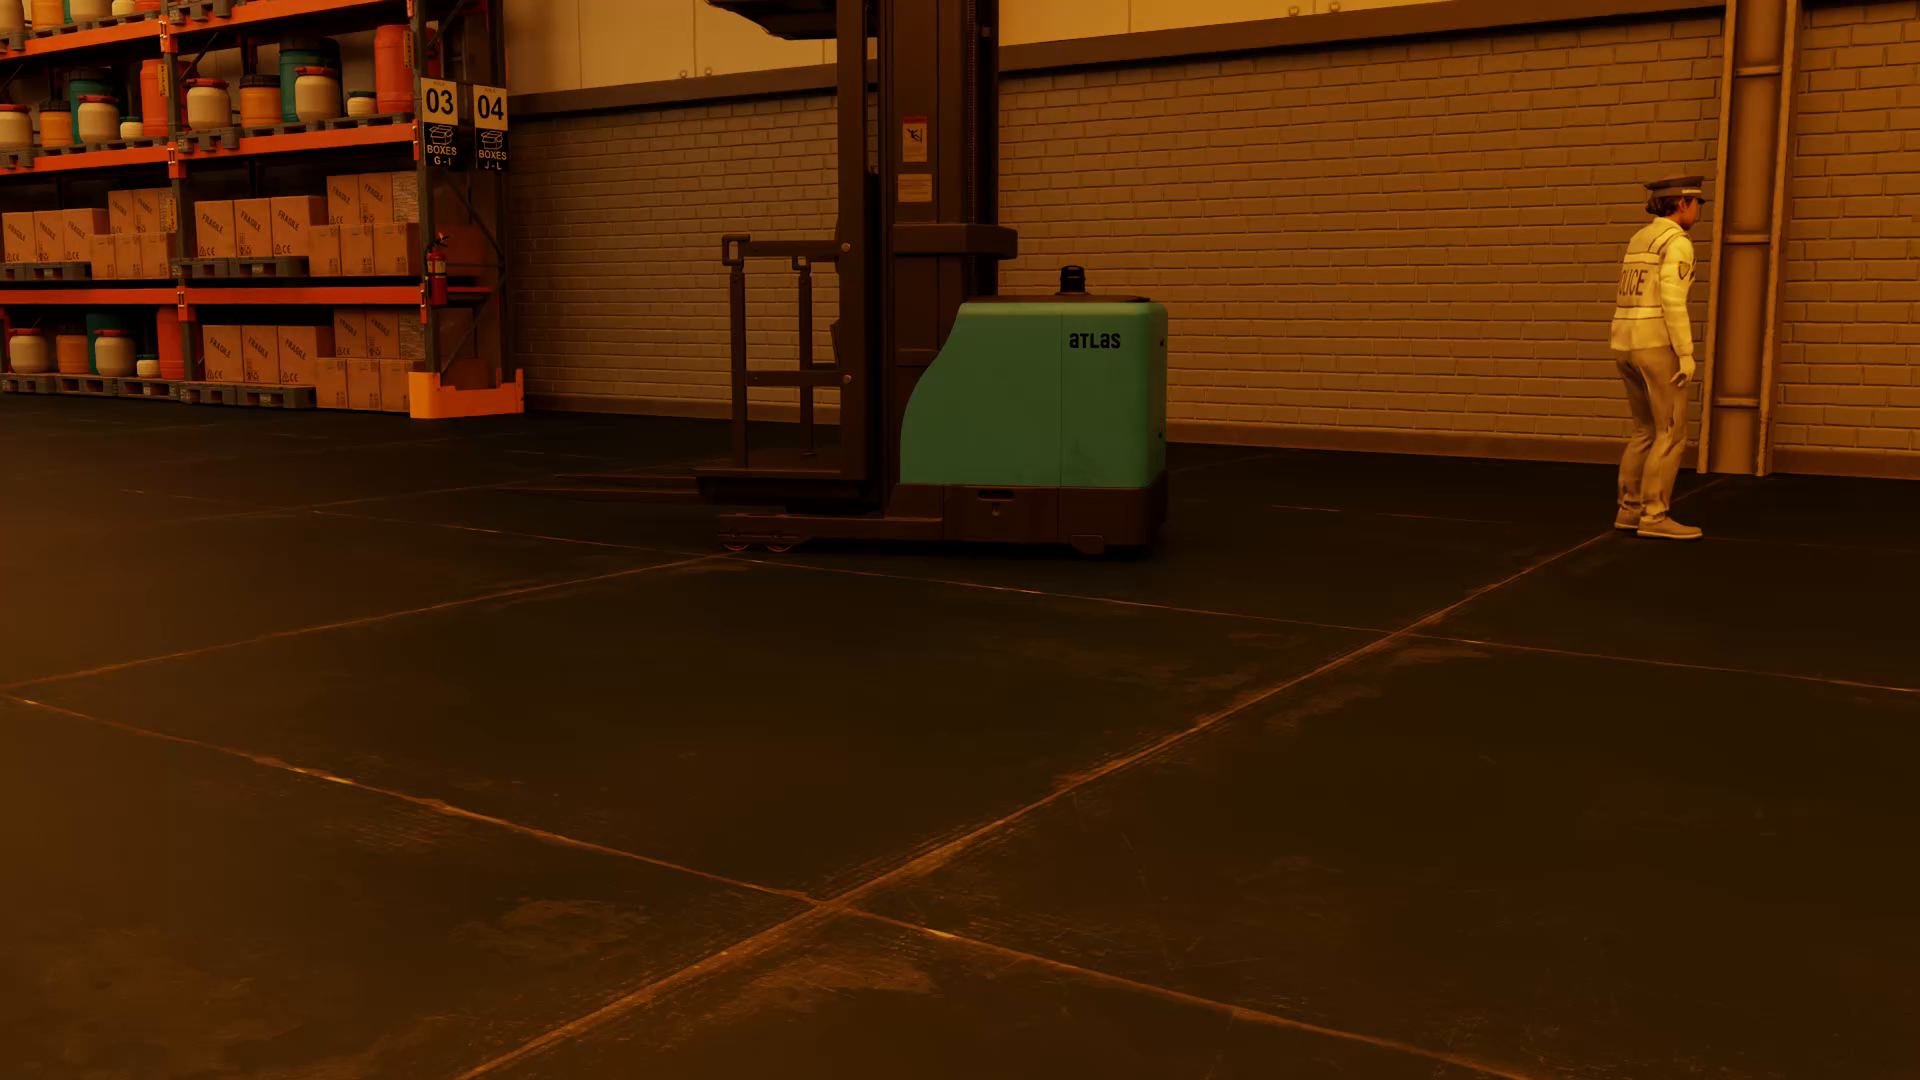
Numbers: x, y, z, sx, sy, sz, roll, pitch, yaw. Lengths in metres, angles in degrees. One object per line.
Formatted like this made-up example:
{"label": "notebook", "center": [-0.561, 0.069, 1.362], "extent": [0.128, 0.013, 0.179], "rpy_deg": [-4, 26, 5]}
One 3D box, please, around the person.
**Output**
{"label": "person", "center": [3.225, -0.850, 7.697], "extent": [0.370, 1.665, 0.530], "rpy_deg": [-1, 8, -4]}

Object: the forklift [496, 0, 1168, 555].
{"label": "forklift", "center": [-0.596, -1.469, 7.520], "extent": [3.031, 2.935, 1.130], "rpy_deg": [2, 8, 12]}
